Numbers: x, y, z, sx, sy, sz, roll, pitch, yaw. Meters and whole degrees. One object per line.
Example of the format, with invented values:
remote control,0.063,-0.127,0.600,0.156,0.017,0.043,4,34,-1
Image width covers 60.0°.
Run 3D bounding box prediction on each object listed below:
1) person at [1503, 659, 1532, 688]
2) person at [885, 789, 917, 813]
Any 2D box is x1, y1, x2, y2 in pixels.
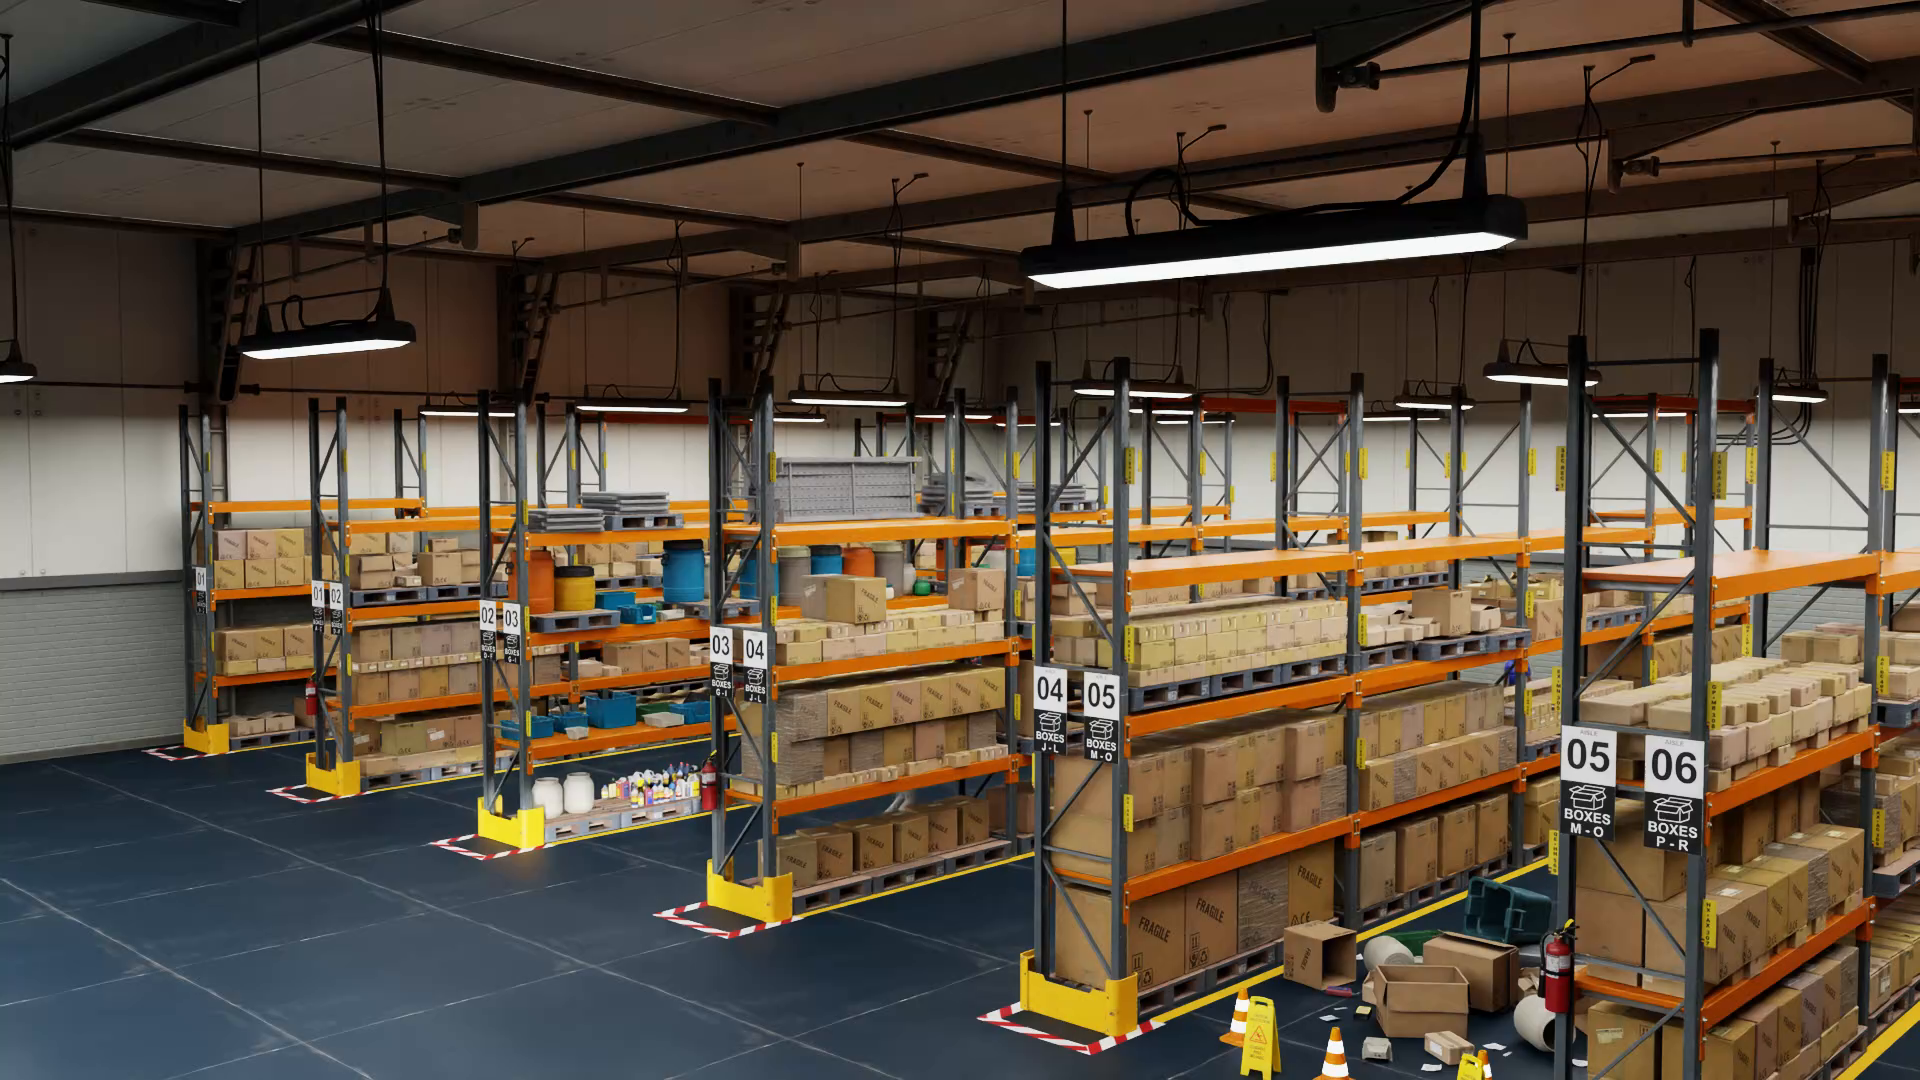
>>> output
person,10.063,2.787,30.011,0.504,1.708,0.518,1,3,23
person,-0.710,3.193,22.730,0.721,1.562,0.527,-3,4,-44
